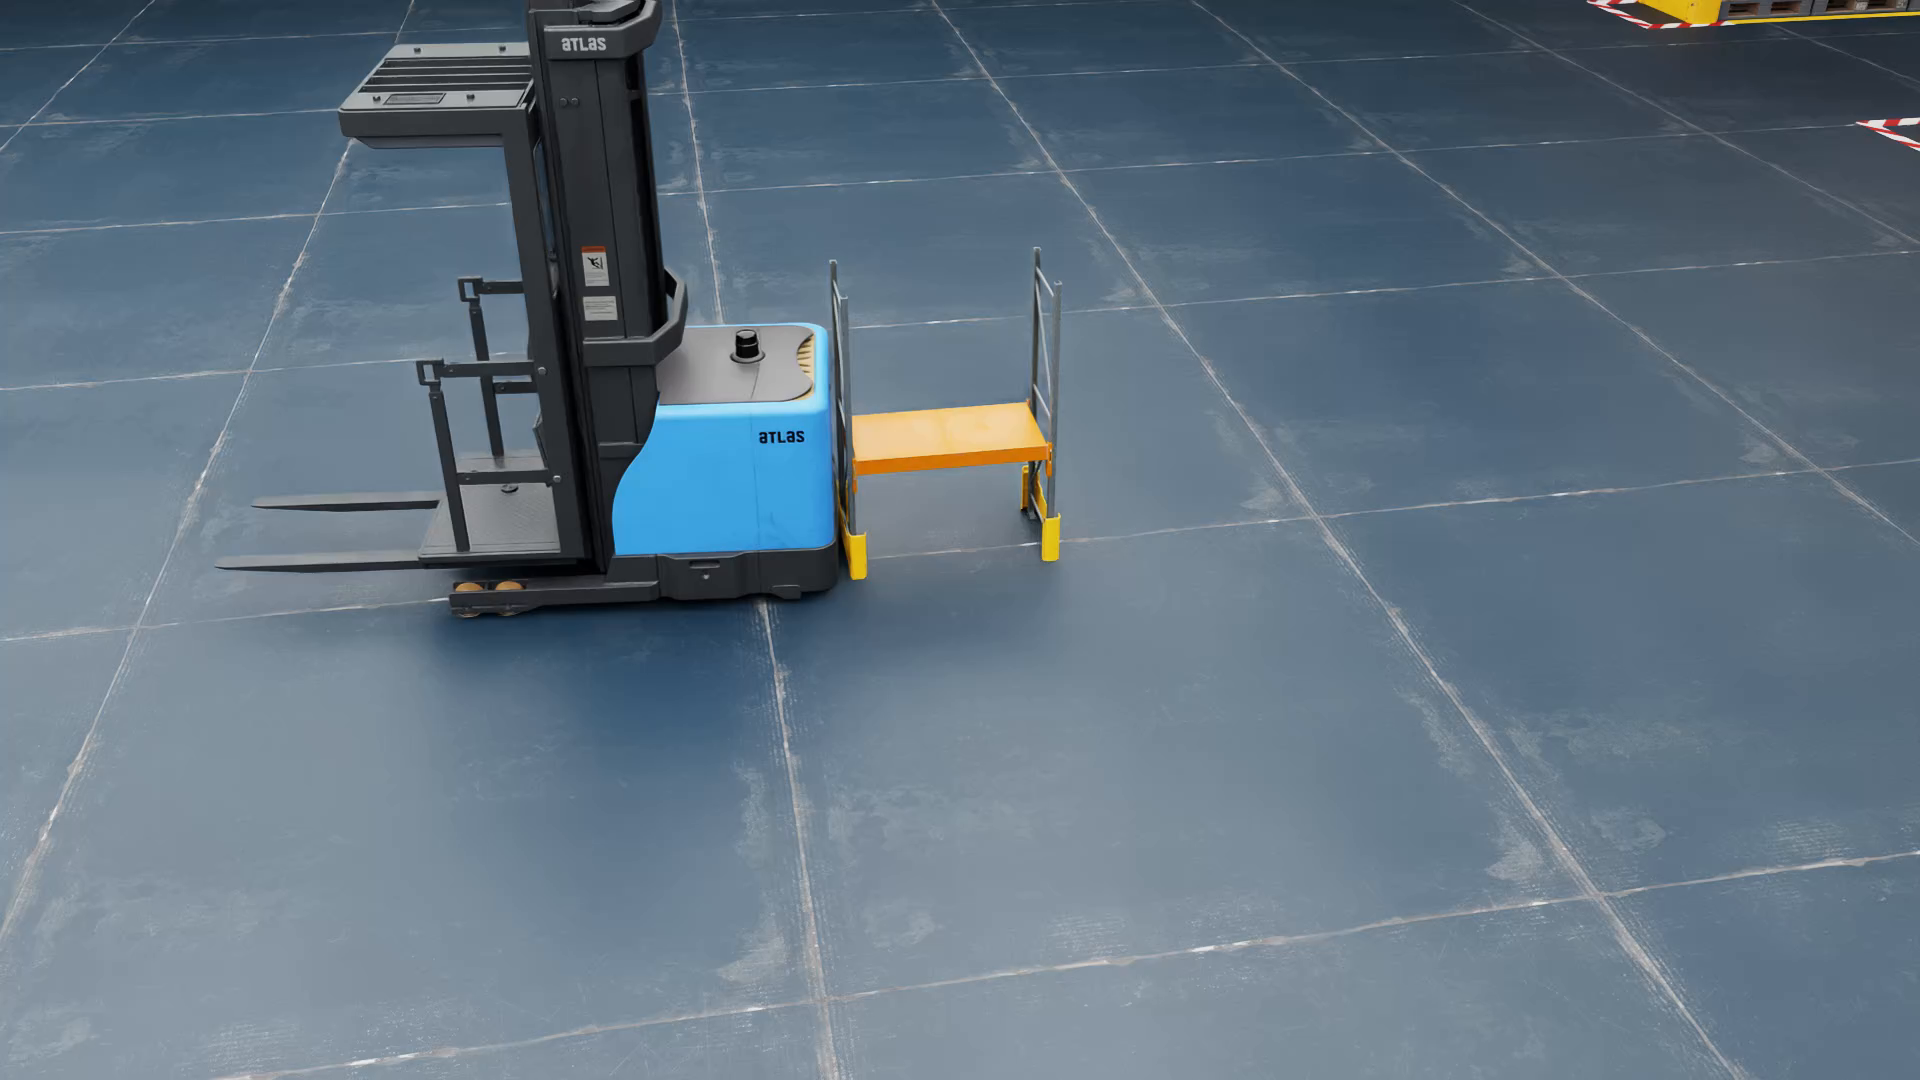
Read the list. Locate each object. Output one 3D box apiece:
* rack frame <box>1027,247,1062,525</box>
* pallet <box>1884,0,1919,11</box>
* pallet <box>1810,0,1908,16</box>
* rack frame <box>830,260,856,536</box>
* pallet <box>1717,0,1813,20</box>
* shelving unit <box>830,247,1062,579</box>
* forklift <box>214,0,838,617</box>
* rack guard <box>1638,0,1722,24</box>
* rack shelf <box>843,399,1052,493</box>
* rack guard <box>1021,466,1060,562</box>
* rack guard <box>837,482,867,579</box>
[{"bbox_3d":[0.423,-0.684,8.433,0.032,1.500,0.500,-5,31,-9],"label":"rack frame"},{"bbox_3d":[11.372,-6.456,19.521,1.213,0.211,1.003,-5,31,-9],"label":"pallet"},{"bbox_3d":[10.169,-6.343,19.328,1.213,0.211,1.003,-5,31,-9],"label":"pallet"},{"bbox_3d":[-0.578,-0.594,8.281,0.032,1.500,0.500,-5,31,-9],"label":"rack frame"},{"bbox_3d":[8.972,-6.233,19.142,1.213,0.211,1.003,-5,31,-9],"label":"pallet"},{"bbox_3d":[-0.069,-0.640,8.358,1.083,1.500,0.587,-5,31,-9],"label":"shelving unit"},{"bbox_3d":[-2.147,-1.165,7.839,3.031,2.935,1.130,-2,31,-3],"label":"forklift"},{"bbox_3d":[8.204,-6.264,18.910,0.348,0.500,1.175,-5,31,-9],"label":"rack guard"},{"bbox_3d":[-0.078,-0.484,8.448,1.000,0.185,0.538,-5,31,-9],"label":"rack shelf"},{"bbox_3d":[0.422,-0.145,8.750,0.087,0.250,0.587,-5,31,-9],"label":"rack guard"},{"bbox_3d":[-0.559,-0.057,8.601,0.087,0.250,0.587,-5,31,-9],"label":"rack guard"}]
